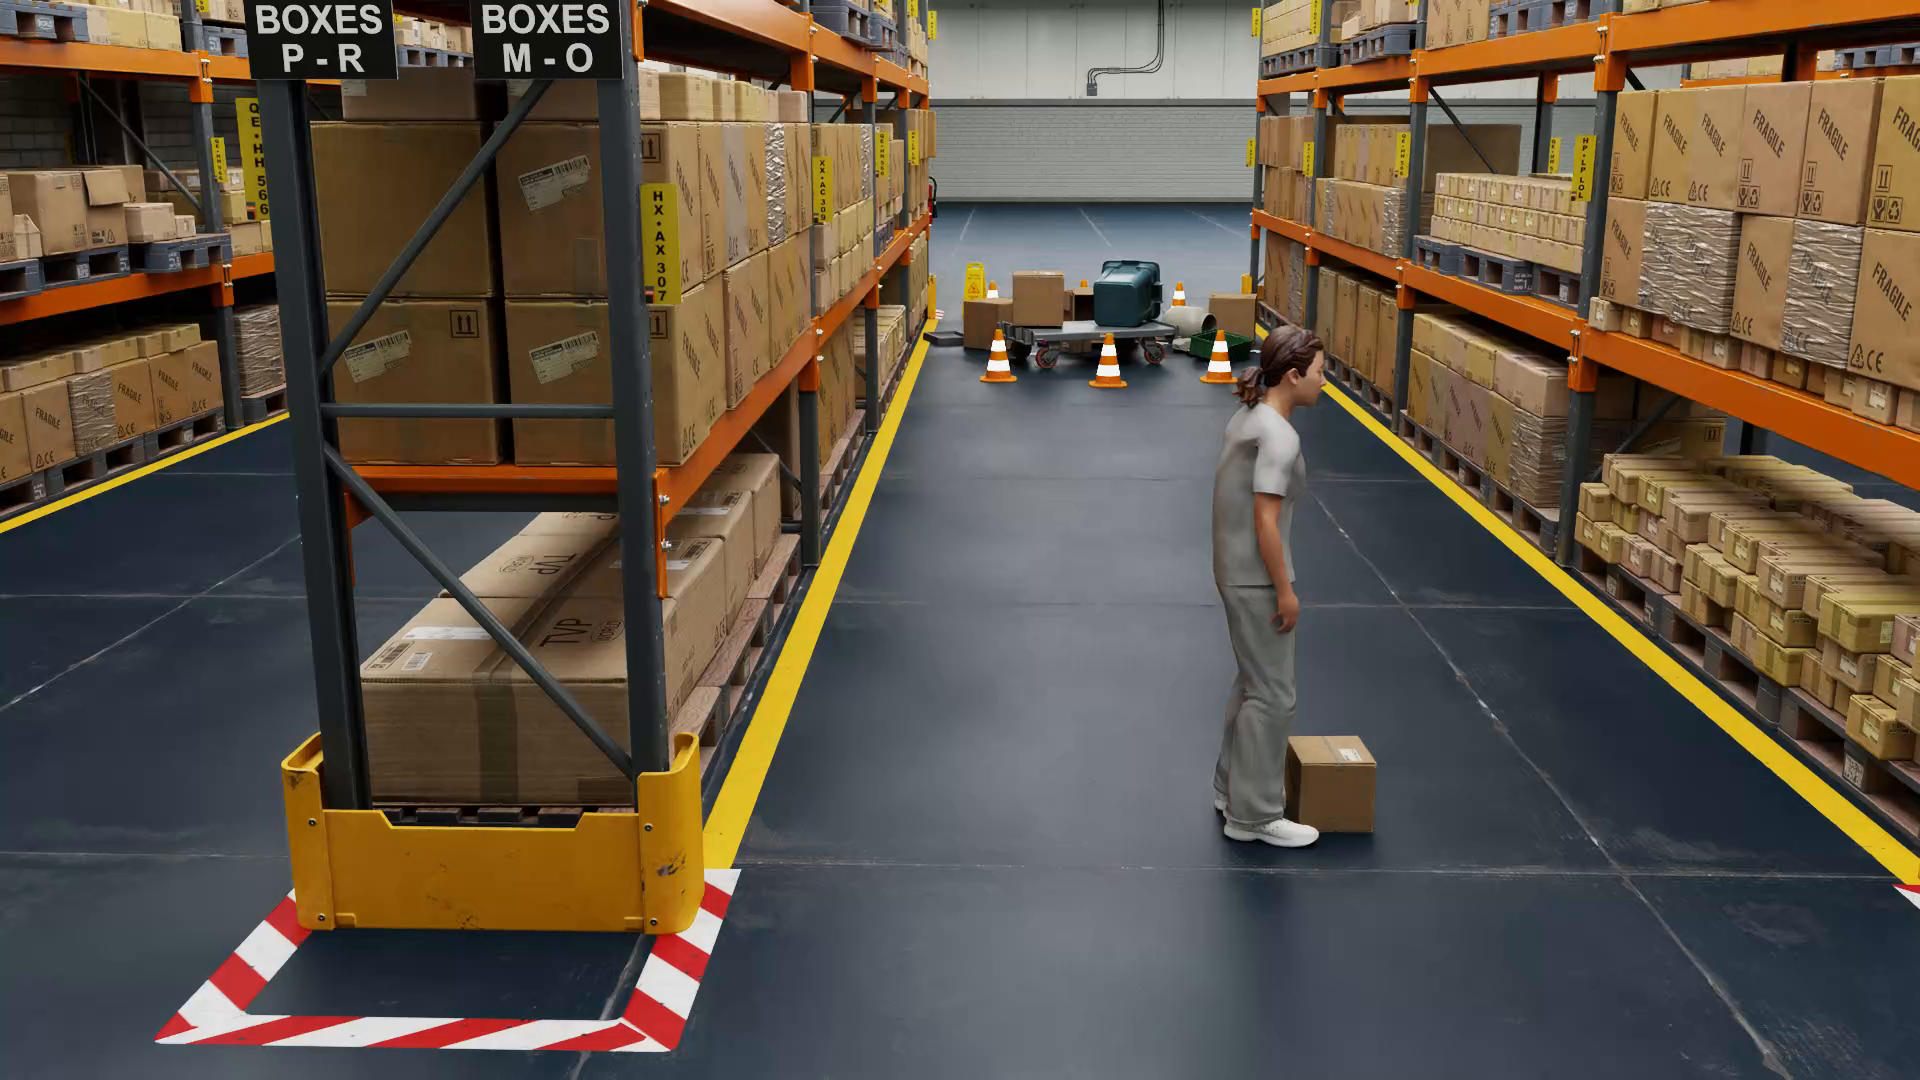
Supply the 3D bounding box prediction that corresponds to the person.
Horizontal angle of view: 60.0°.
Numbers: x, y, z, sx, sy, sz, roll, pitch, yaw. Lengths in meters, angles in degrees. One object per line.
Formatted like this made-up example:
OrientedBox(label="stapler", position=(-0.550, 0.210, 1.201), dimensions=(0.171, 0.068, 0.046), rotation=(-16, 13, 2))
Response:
OrientedBox(label="person", position=(1.003, 0.137, 5.451), dimensions=(0.355, 1.673, 0.488), rotation=(0, 14, 2))
